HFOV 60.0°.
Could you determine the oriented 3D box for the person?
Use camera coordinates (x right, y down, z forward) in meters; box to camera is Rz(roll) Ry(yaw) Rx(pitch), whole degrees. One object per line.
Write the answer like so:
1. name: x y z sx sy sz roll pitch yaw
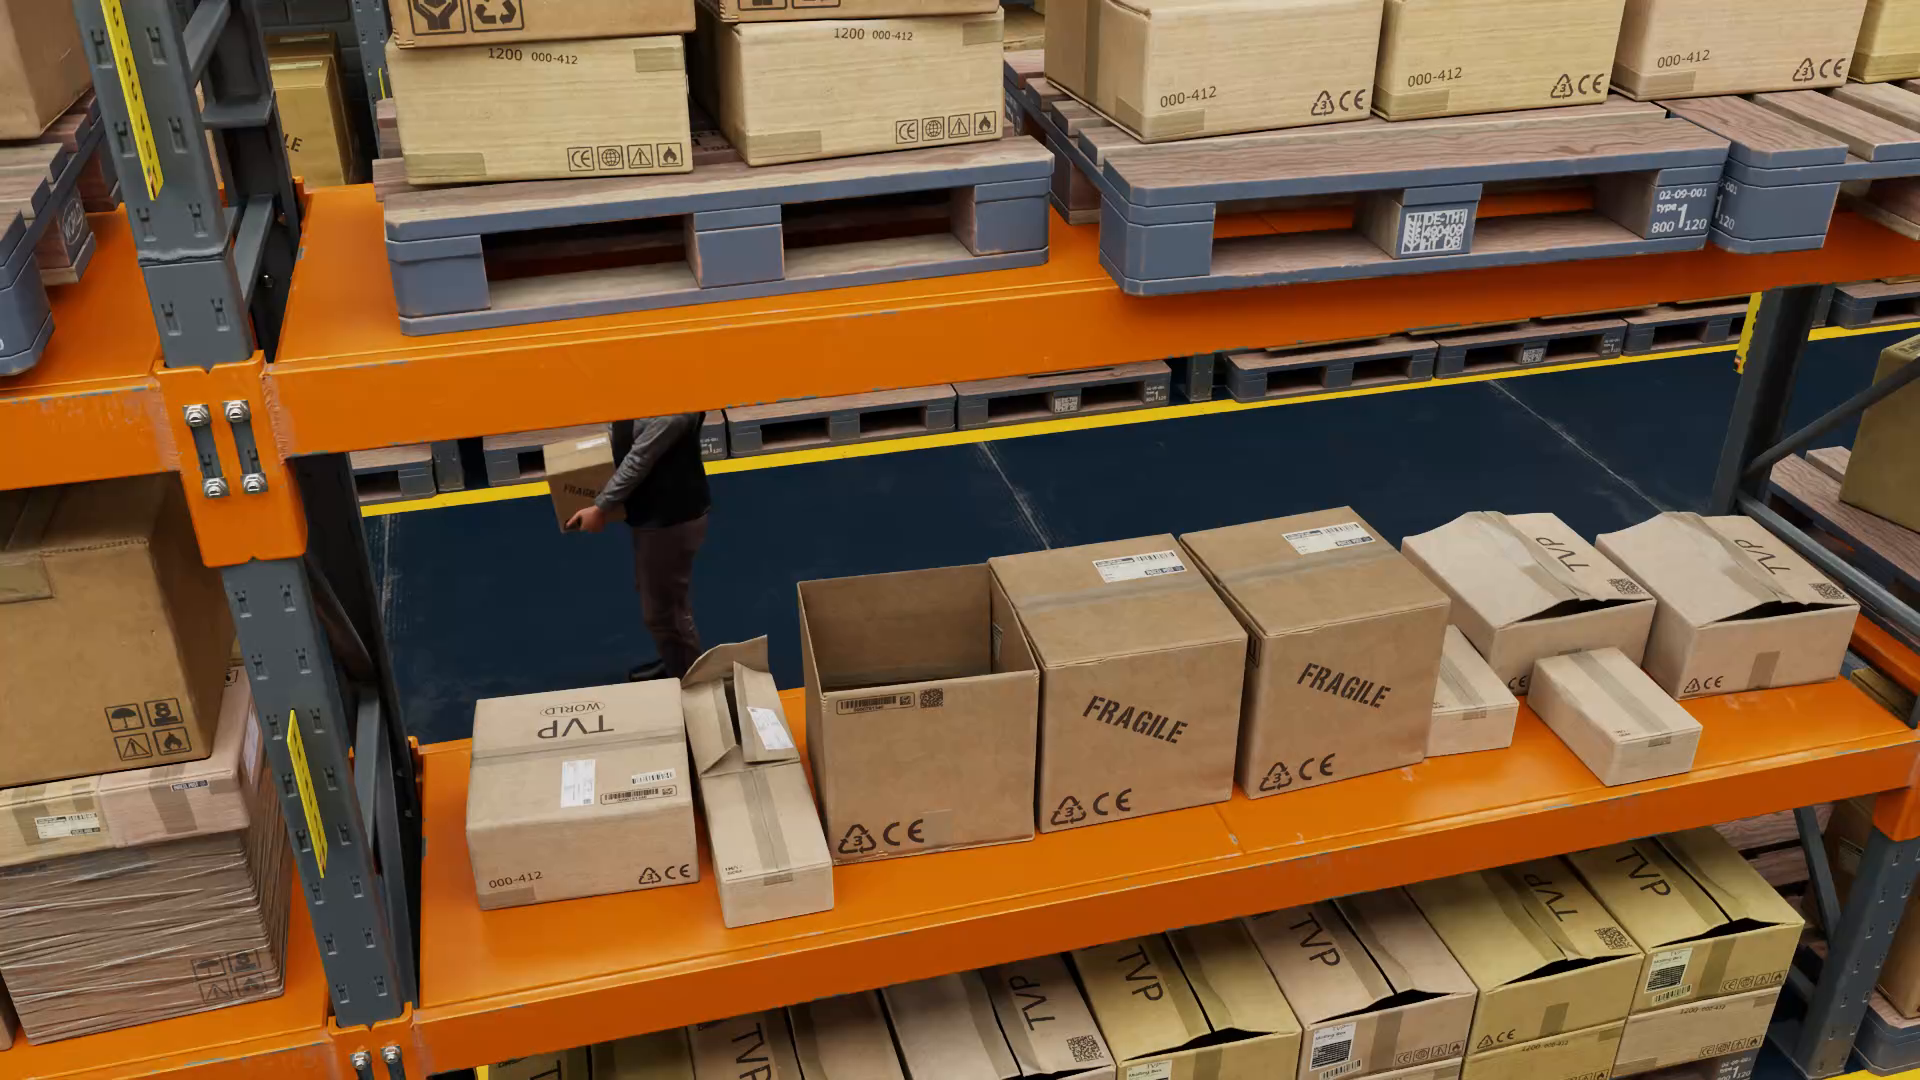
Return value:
1. person: -1.213 -0.088 6.316 0.551 1.711 0.494 -8 31 -13
